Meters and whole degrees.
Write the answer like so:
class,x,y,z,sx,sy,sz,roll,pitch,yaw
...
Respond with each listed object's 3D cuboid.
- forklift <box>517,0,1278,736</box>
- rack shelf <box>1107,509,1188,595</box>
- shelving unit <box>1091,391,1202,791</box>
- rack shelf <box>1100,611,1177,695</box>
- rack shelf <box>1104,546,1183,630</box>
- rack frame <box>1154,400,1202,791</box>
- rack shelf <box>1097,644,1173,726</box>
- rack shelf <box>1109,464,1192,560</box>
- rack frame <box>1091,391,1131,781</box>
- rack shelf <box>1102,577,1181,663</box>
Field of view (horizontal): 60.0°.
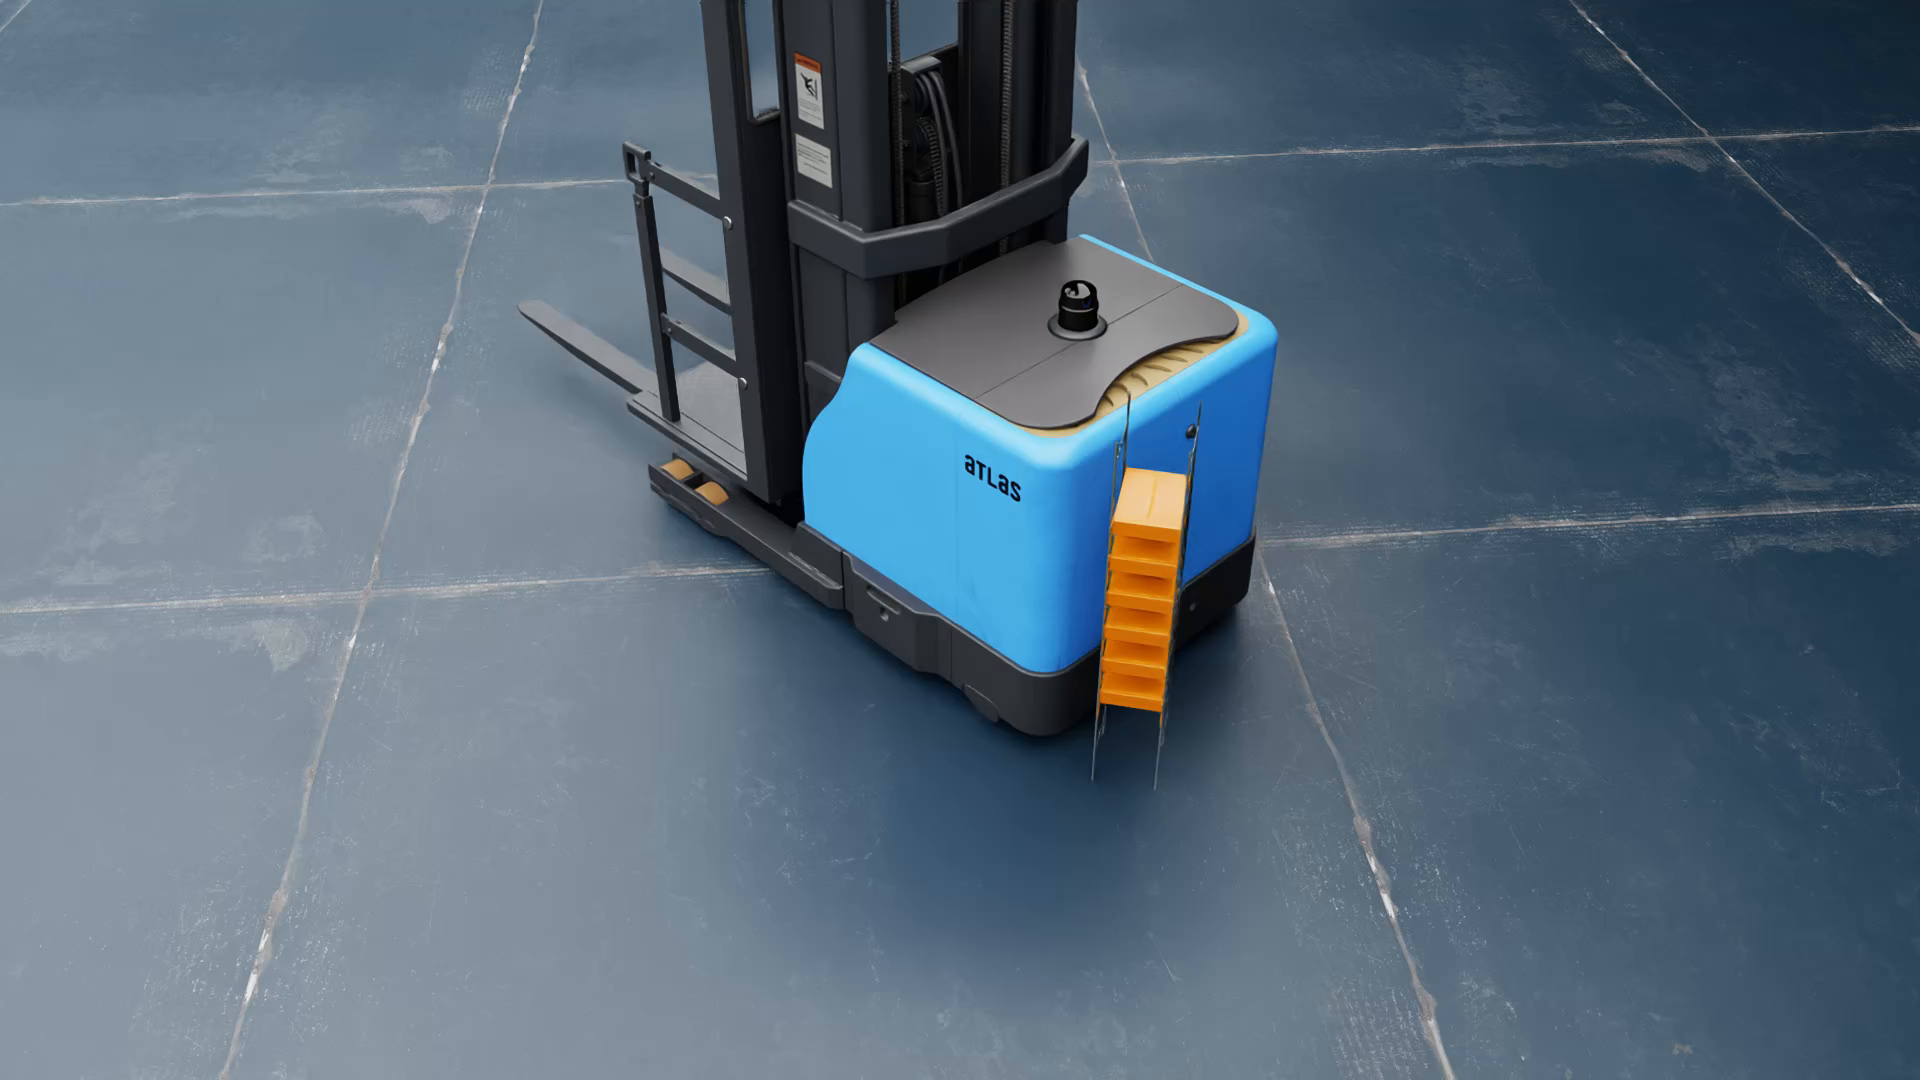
class,x,y,z,sx,sy,sz,roll,pitch,yaw
forklift,-0.450,-1.384,5.138,1.130,2.935,3.031,-31,48,-34
rack shelf,0.503,0.019,4.442,0.180,0.103,0.258,8,39,10
shelving unit,0.503,0.172,4.563,0.189,1.200,0.258,8,39,10
rack shelf,0.502,0.301,4.665,0.180,0.103,0.258,8,39,10
rack shelf,0.503,0.113,4.516,0.180,0.103,0.258,8,39,10
rack frame,0.592,0.185,4.547,0.006,1.200,0.240,8,39,10
rack shelf,0.502,0.395,4.739,0.180,0.103,0.258,8,39,10
rack shelf,0.503,-0.076,4.367,0.180,0.103,0.258,8,39,10
rack frame,0.413,0.159,4.579,0.006,1.200,0.240,8,39,10
rack shelf,0.503,0.207,4.591,0.180,0.103,0.258,8,39,10
